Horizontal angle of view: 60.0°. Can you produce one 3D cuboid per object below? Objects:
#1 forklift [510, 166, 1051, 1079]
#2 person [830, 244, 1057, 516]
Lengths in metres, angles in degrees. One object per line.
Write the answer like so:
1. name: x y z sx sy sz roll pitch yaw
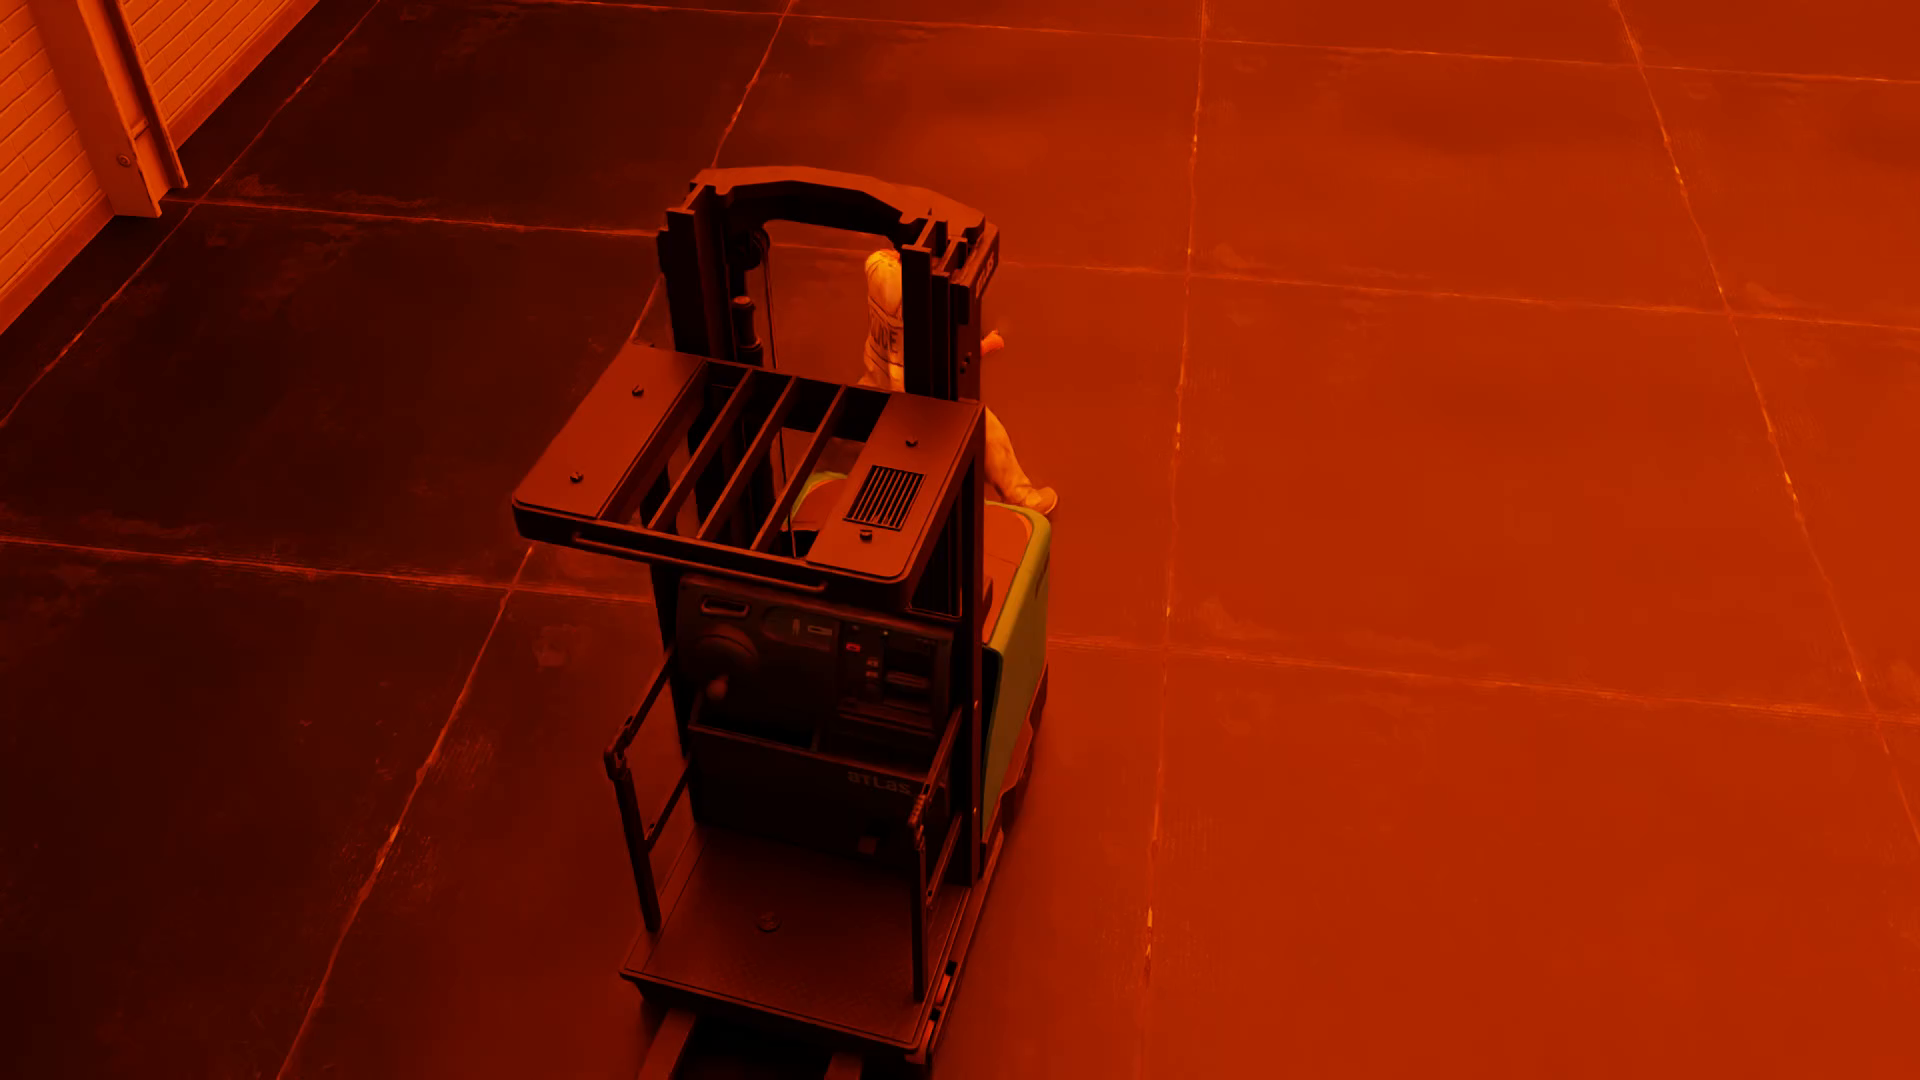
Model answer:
1. forklift: -0.534 0.467 5.216 1.130 2.935 3.031 11 44 12
2. person: -0.142 -0.893 7.780 0.789 1.461 1.285 -23 47 -23
